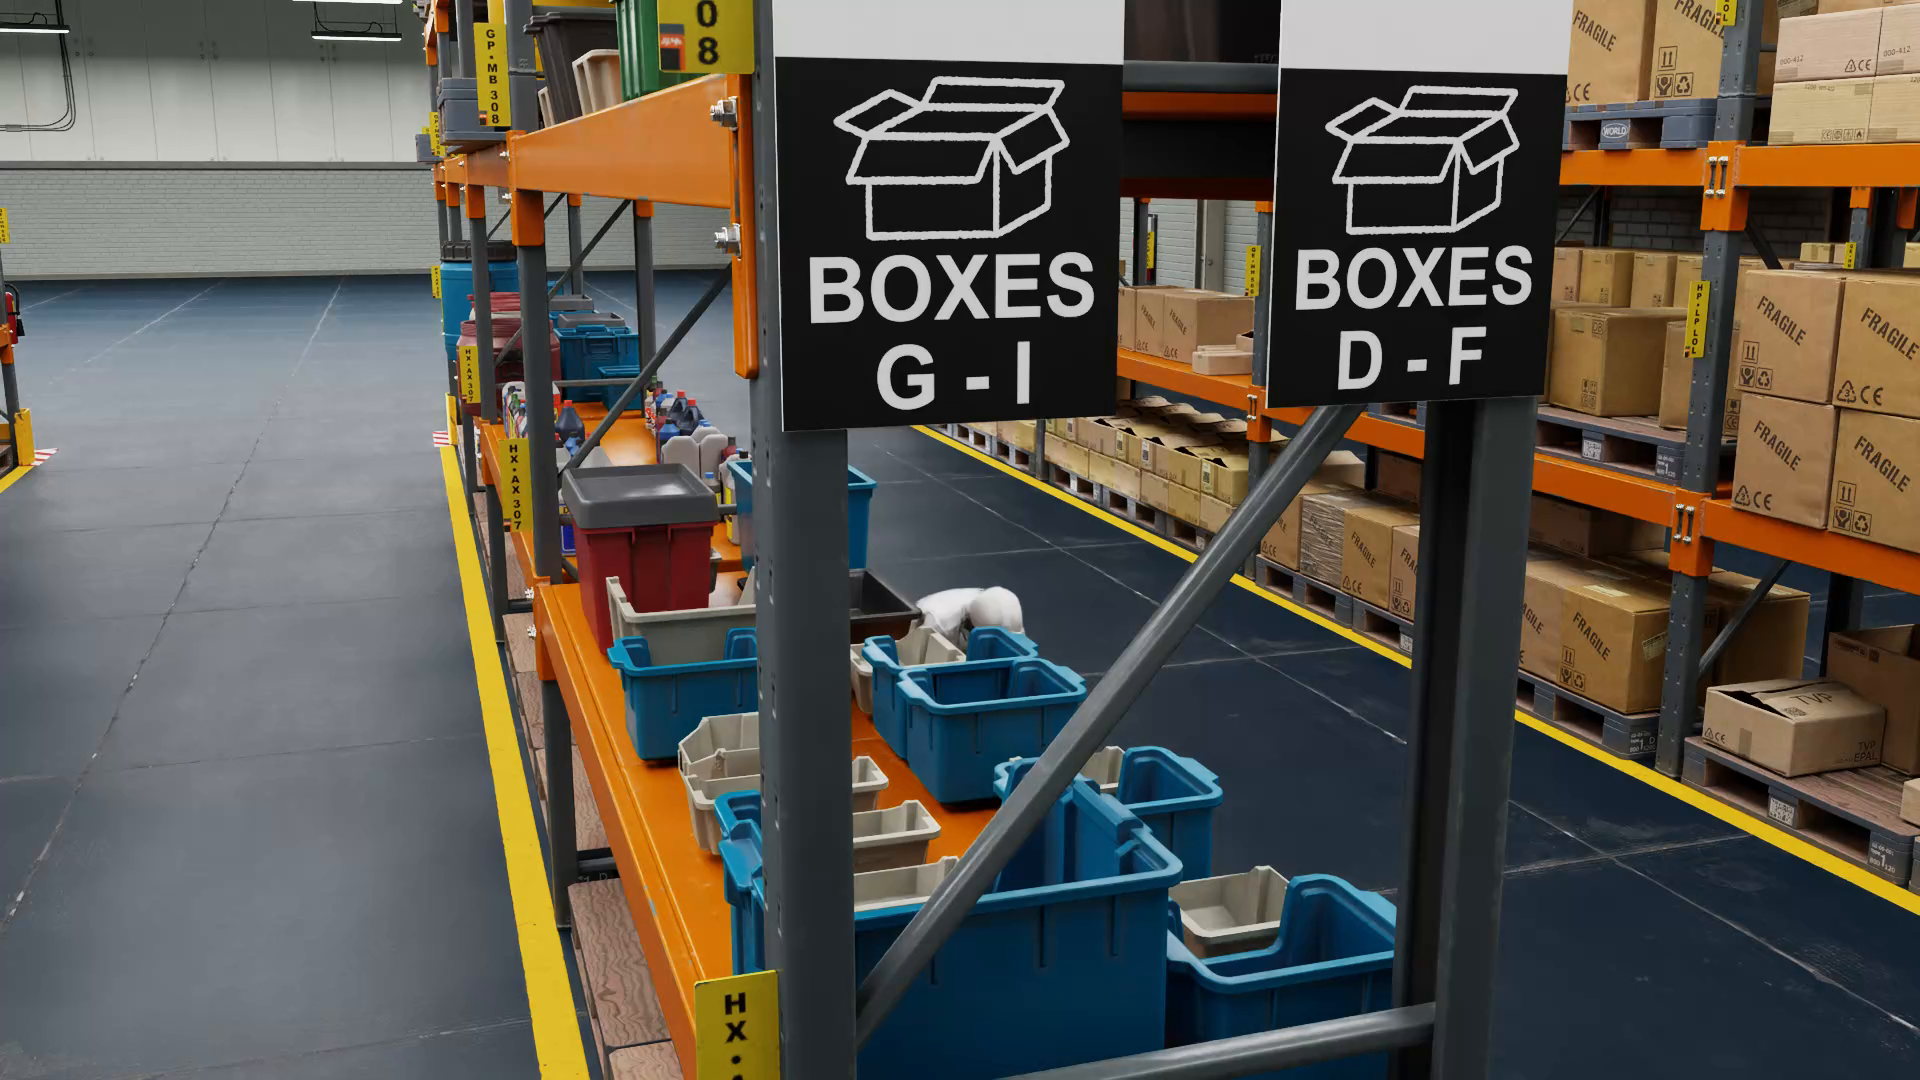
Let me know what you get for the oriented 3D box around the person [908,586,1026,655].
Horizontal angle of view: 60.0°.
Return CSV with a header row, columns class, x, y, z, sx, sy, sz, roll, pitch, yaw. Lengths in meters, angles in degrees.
class,x,y,z,sx,sy,sz,roll,pitch,yaw
person,0.009,0.622,7.387,0.501,1.002,0.930,-4,13,-20
